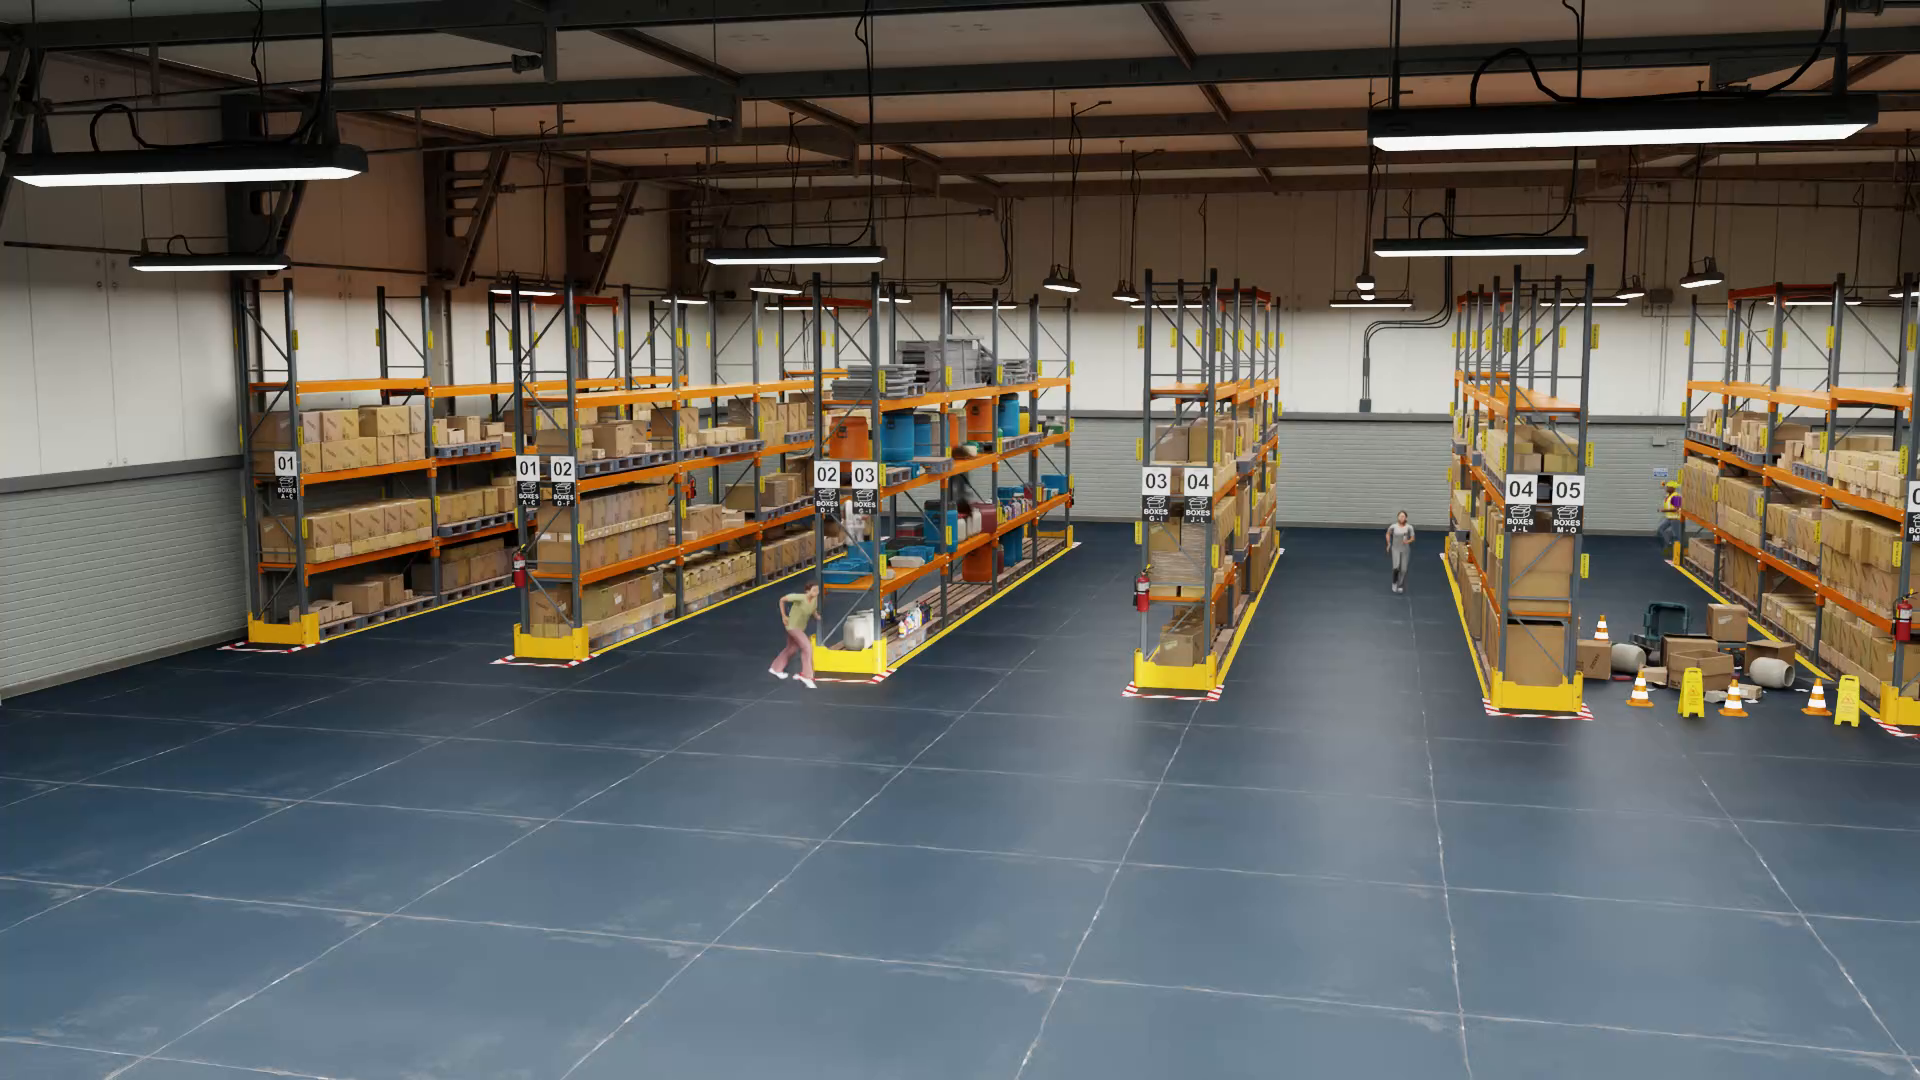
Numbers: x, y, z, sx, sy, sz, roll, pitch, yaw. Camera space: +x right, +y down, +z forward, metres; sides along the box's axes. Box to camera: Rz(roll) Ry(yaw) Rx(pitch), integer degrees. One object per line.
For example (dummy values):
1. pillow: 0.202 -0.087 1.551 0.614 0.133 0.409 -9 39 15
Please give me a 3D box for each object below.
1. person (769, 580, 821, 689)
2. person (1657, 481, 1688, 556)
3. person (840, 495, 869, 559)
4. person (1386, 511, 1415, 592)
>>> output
1. person: -2.426 1.353 24.167 0.945 1.620 0.618 5 8 35
2. person: 16.578 -0.498 38.660 0.817 1.752 0.612 0 7 0
3. person: -2.310 -0.238 36.373 0.663 1.792 0.713 0 7 2
4. person: 8.710 0.234 32.888 0.536 1.631 0.622 1 7 10
